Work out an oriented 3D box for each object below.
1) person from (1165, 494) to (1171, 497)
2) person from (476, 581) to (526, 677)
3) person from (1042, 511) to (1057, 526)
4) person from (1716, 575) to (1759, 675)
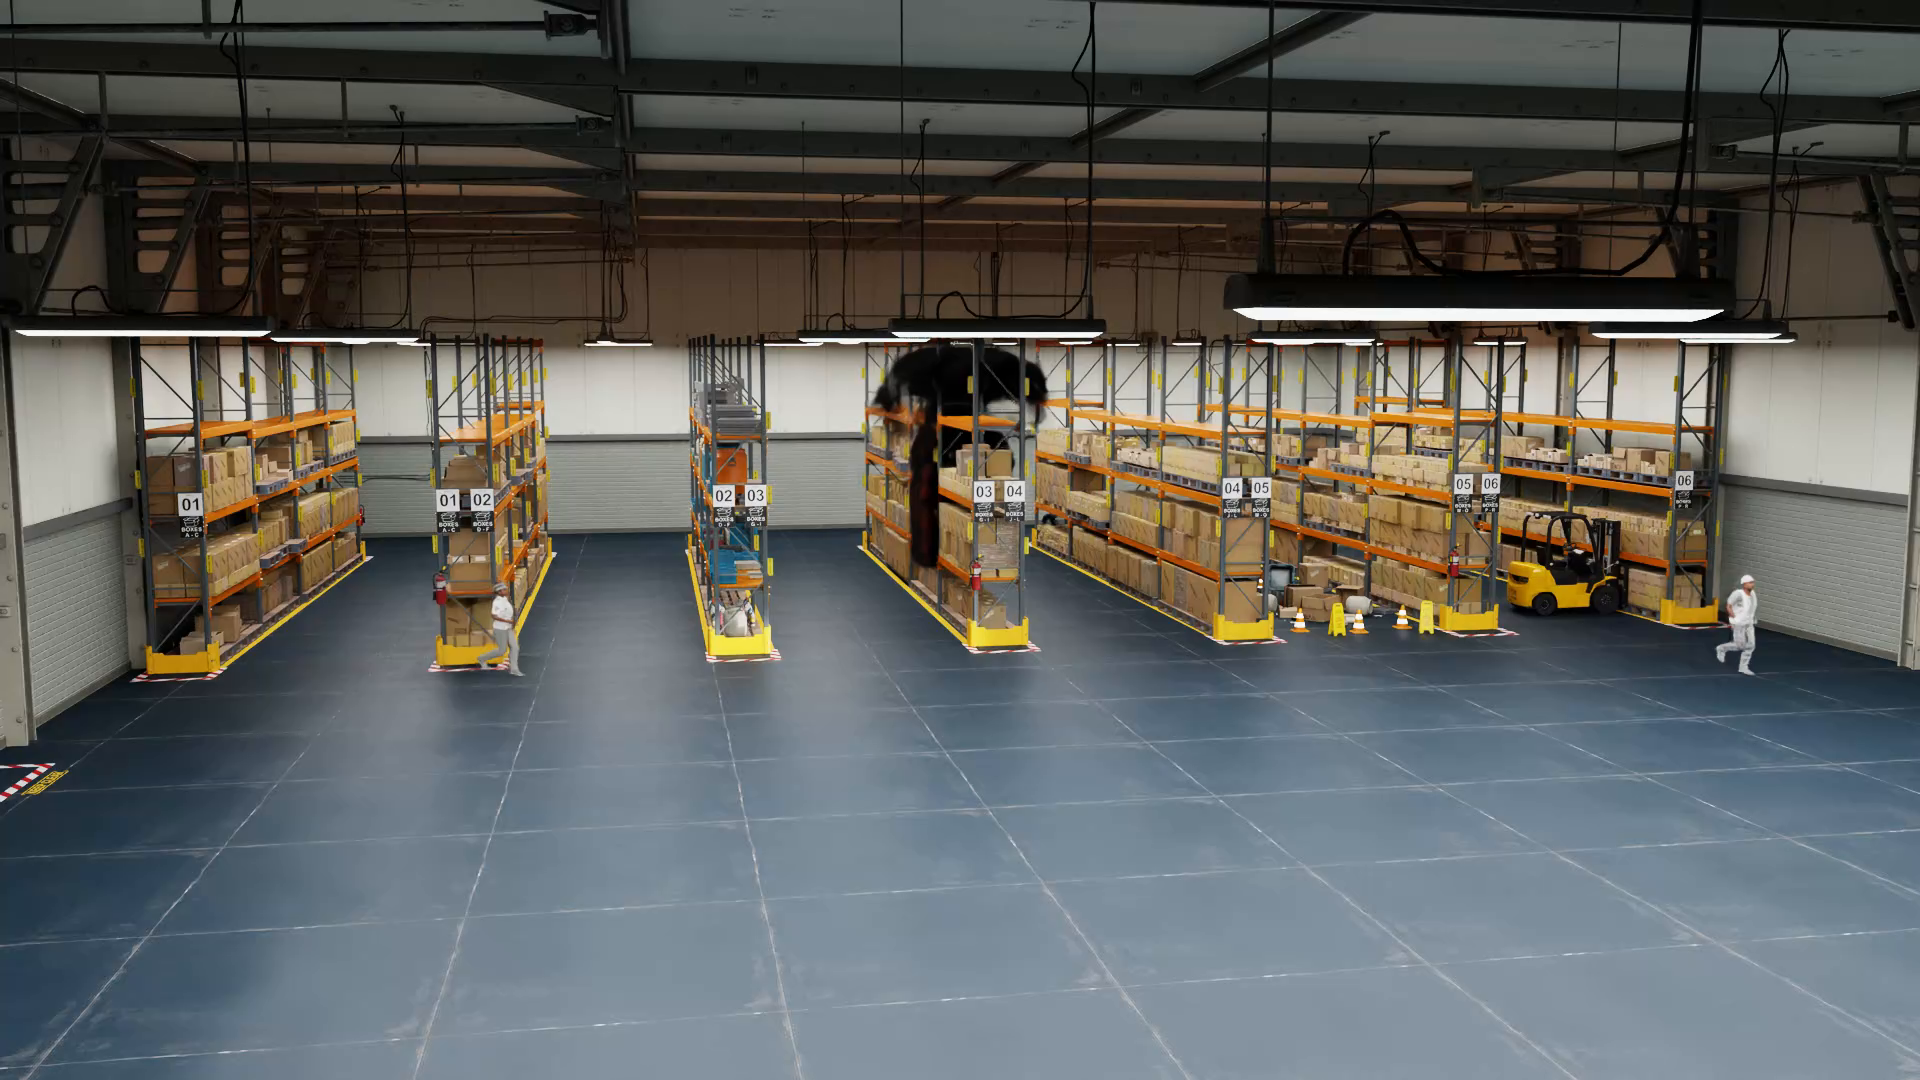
[{"bbox_3d":[5.507,-0.330,44.071,0.691,1.787,1.046,-2,7,-16],"label":"person"},{"bbox_3d":[-8.058,1.564,29.169,0.851,1.699,0.579,1,7,5],"label":"person"},{"bbox_3d":[2.647,-0.797,50.027,0.808,1.569,0.583,4,7,29],"label":"person"},{"bbox_3d":[13.868,1.483,29.574,0.705,1.754,0.776,-4,8,-30],"label":"person"}]
